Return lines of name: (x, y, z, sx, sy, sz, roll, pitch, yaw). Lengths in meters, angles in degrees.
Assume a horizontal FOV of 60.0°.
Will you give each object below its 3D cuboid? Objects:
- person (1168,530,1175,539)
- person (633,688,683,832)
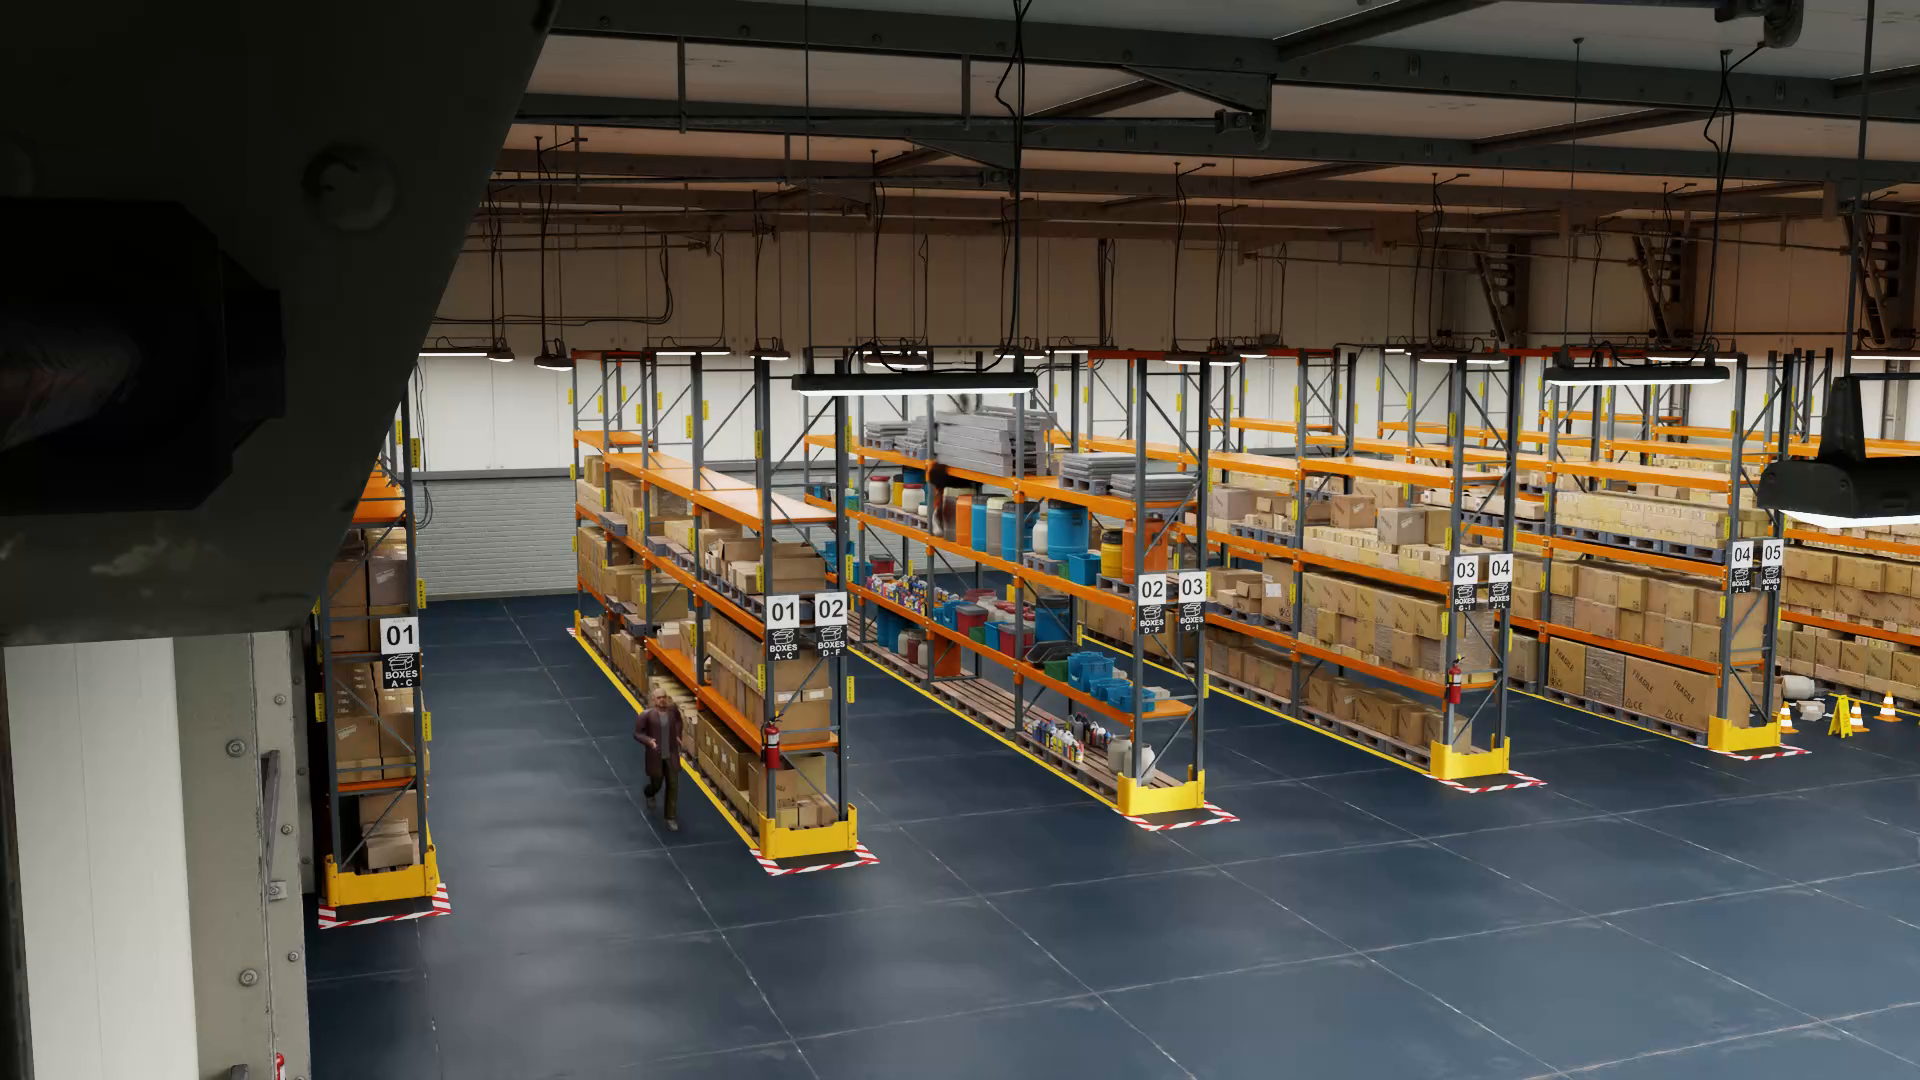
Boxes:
person: (4.999, 0.455, 40.839, 0.696, 1.646, 0.916, 6, 9, 40)
person: (-3.866, 2.904, 21.520, 0.710, 1.559, 1.005, -4, 8, -27)
